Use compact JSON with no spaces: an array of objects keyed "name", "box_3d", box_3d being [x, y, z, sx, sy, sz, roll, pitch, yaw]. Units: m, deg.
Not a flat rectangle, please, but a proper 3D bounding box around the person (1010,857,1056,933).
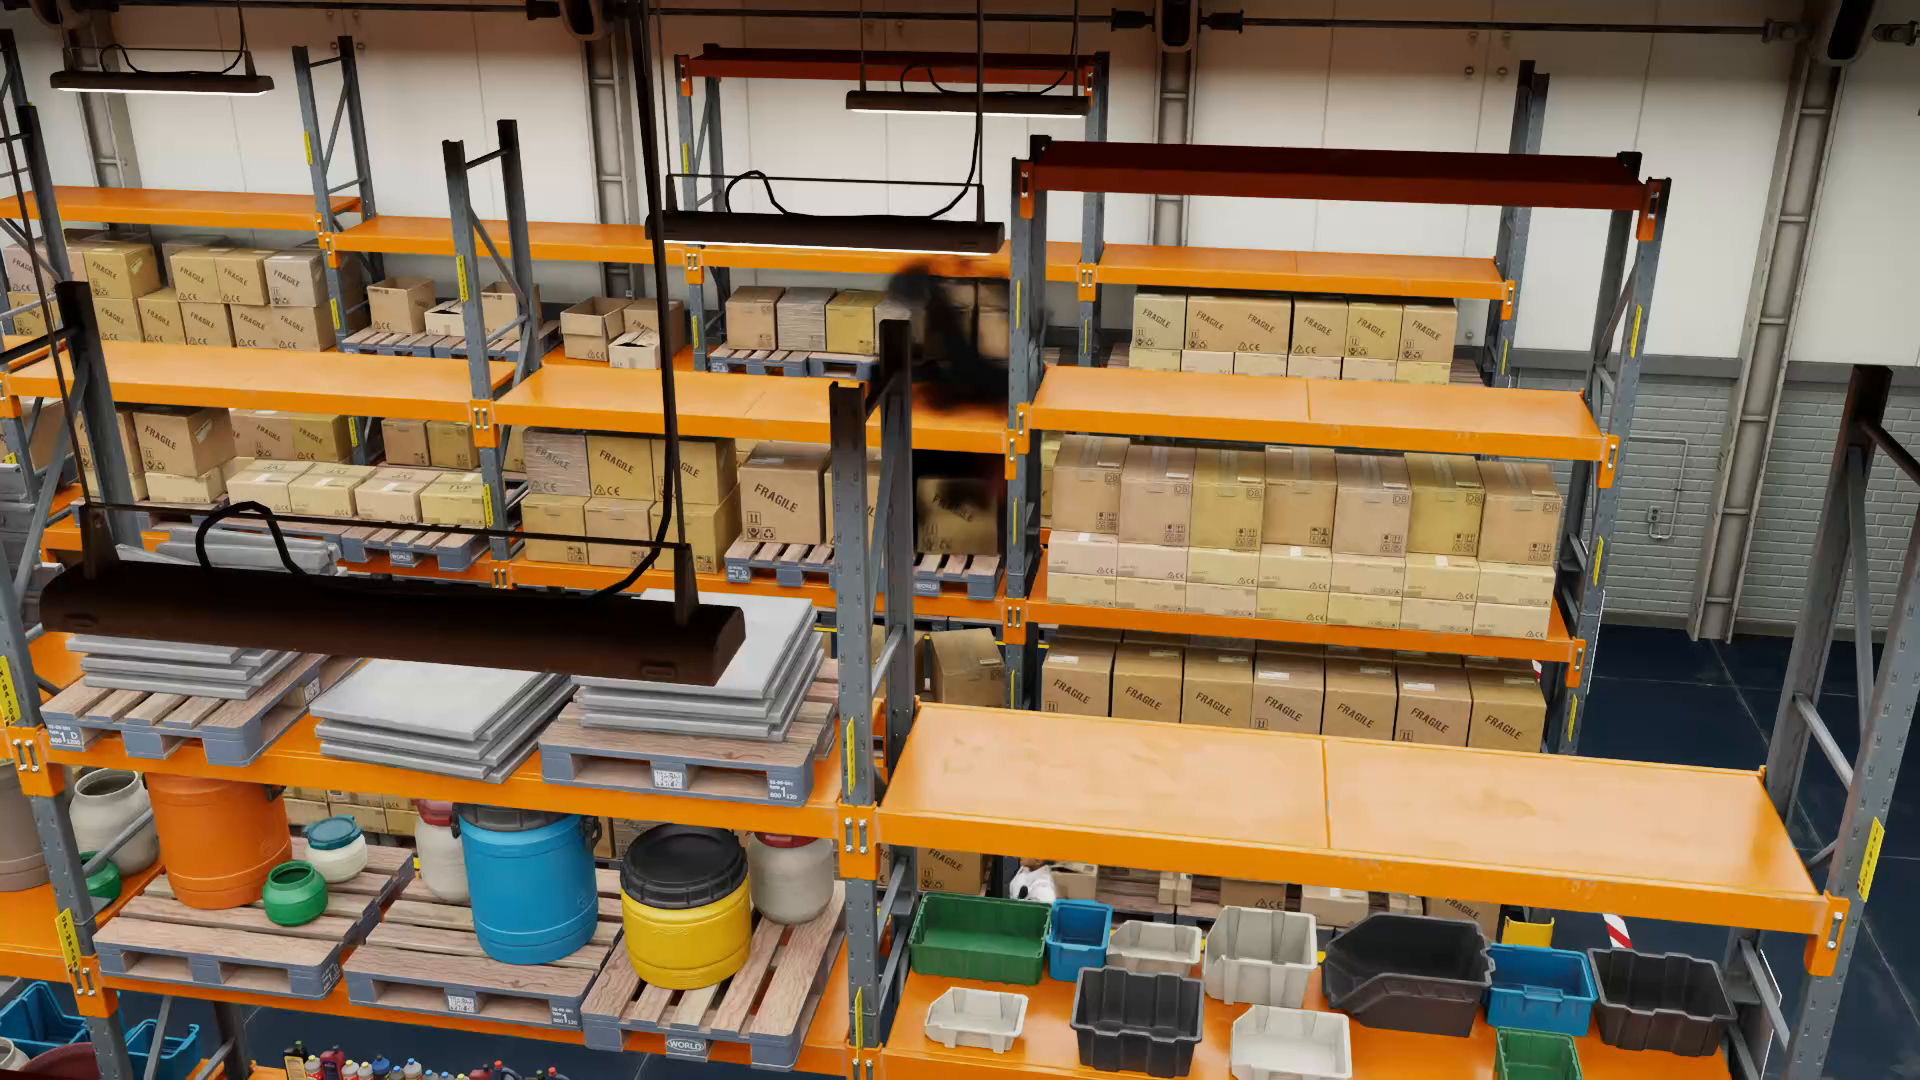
[{"name":"person","box_3d":[0.524,2.674,11.218,0.555,1.667,0.615,-2,23,-6]}]
